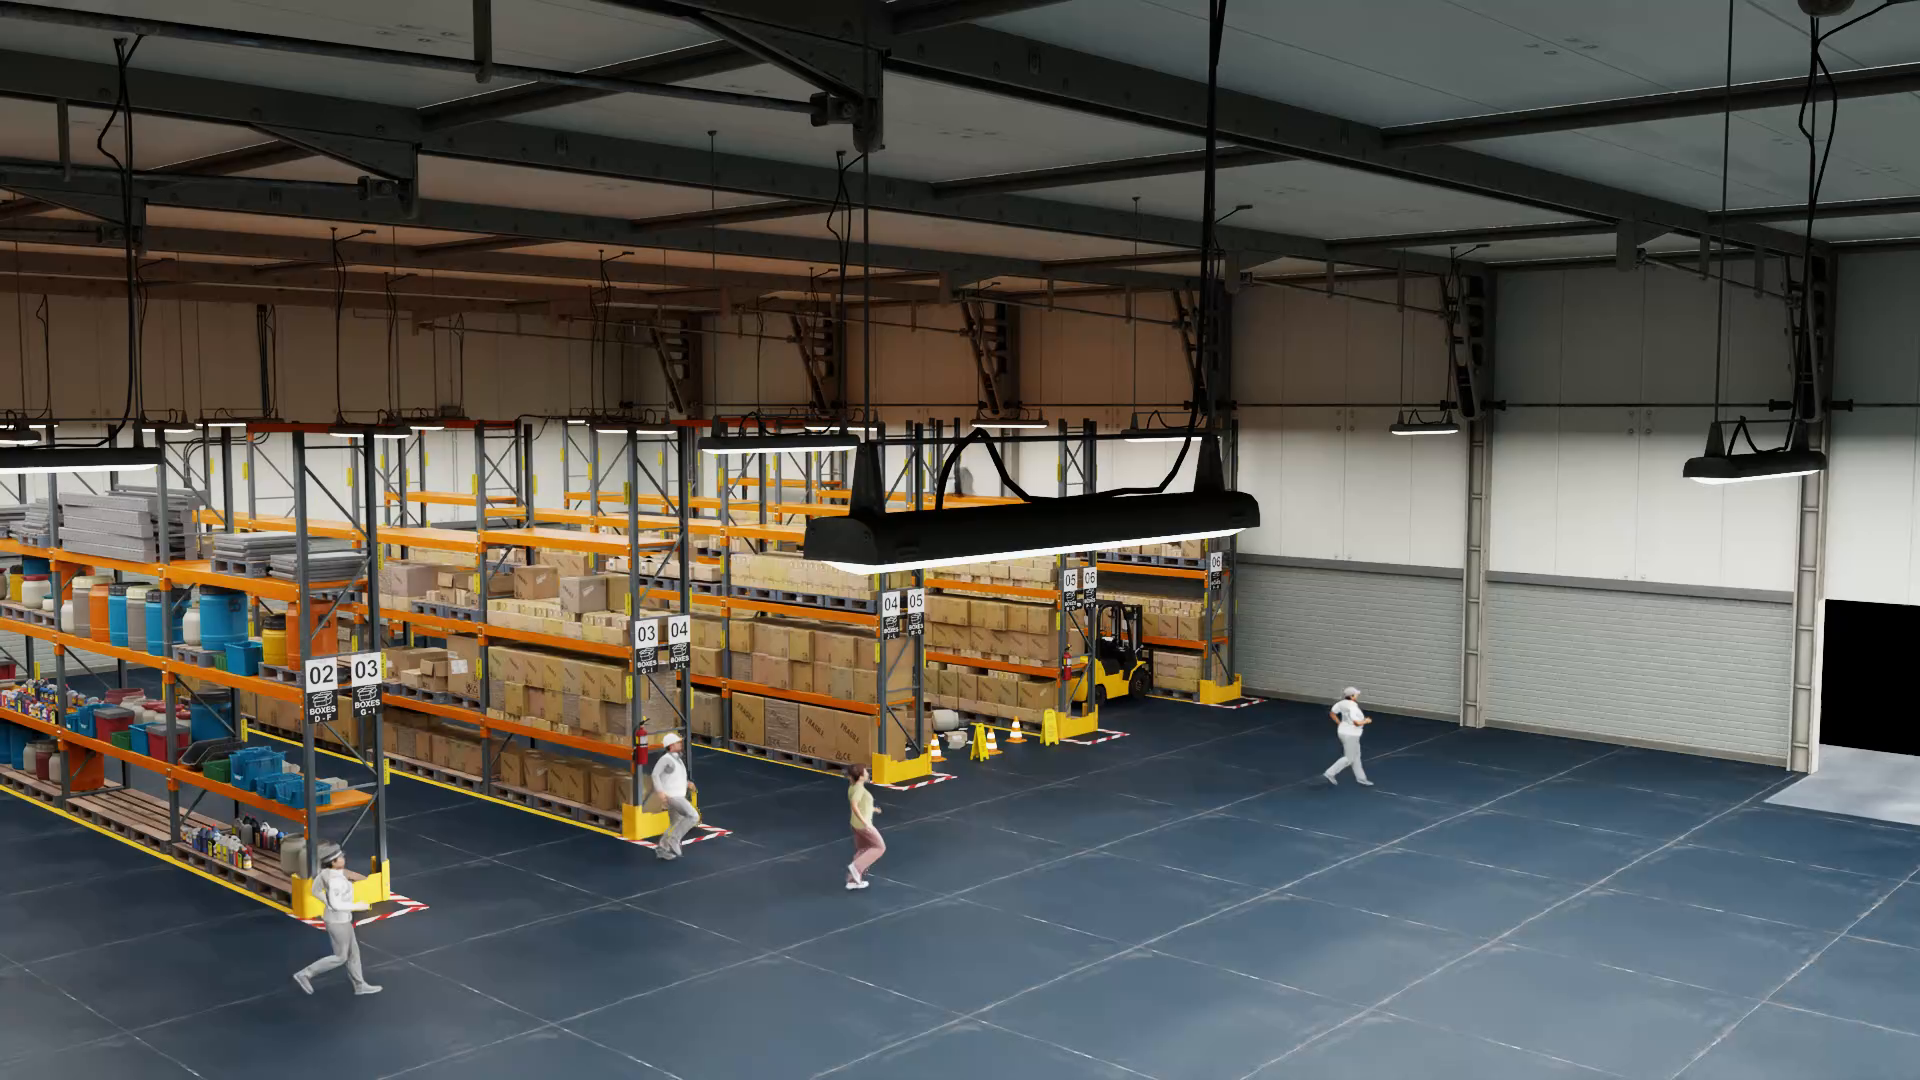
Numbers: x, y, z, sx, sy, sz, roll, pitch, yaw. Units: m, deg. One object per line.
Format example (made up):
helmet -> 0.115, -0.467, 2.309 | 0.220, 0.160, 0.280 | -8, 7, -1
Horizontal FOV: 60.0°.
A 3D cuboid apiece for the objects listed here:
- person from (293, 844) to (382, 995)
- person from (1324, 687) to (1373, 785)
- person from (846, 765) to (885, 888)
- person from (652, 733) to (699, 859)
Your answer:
person -> -6.613, 4.041, 17.615 | 0.890, 1.669, 0.618 | -3, 5, -28
person -> 6.413, 3.247, 27.377 | 0.923, 1.674, 0.604 | -1, 5, -10
person -> -1.249, 3.736, 21.749 | 0.534, 1.626, 0.571 | -2, 5, -25
person -> -3.951, 3.565, 23.259 | 0.623, 1.704, 0.658 | 0, 5, 0
